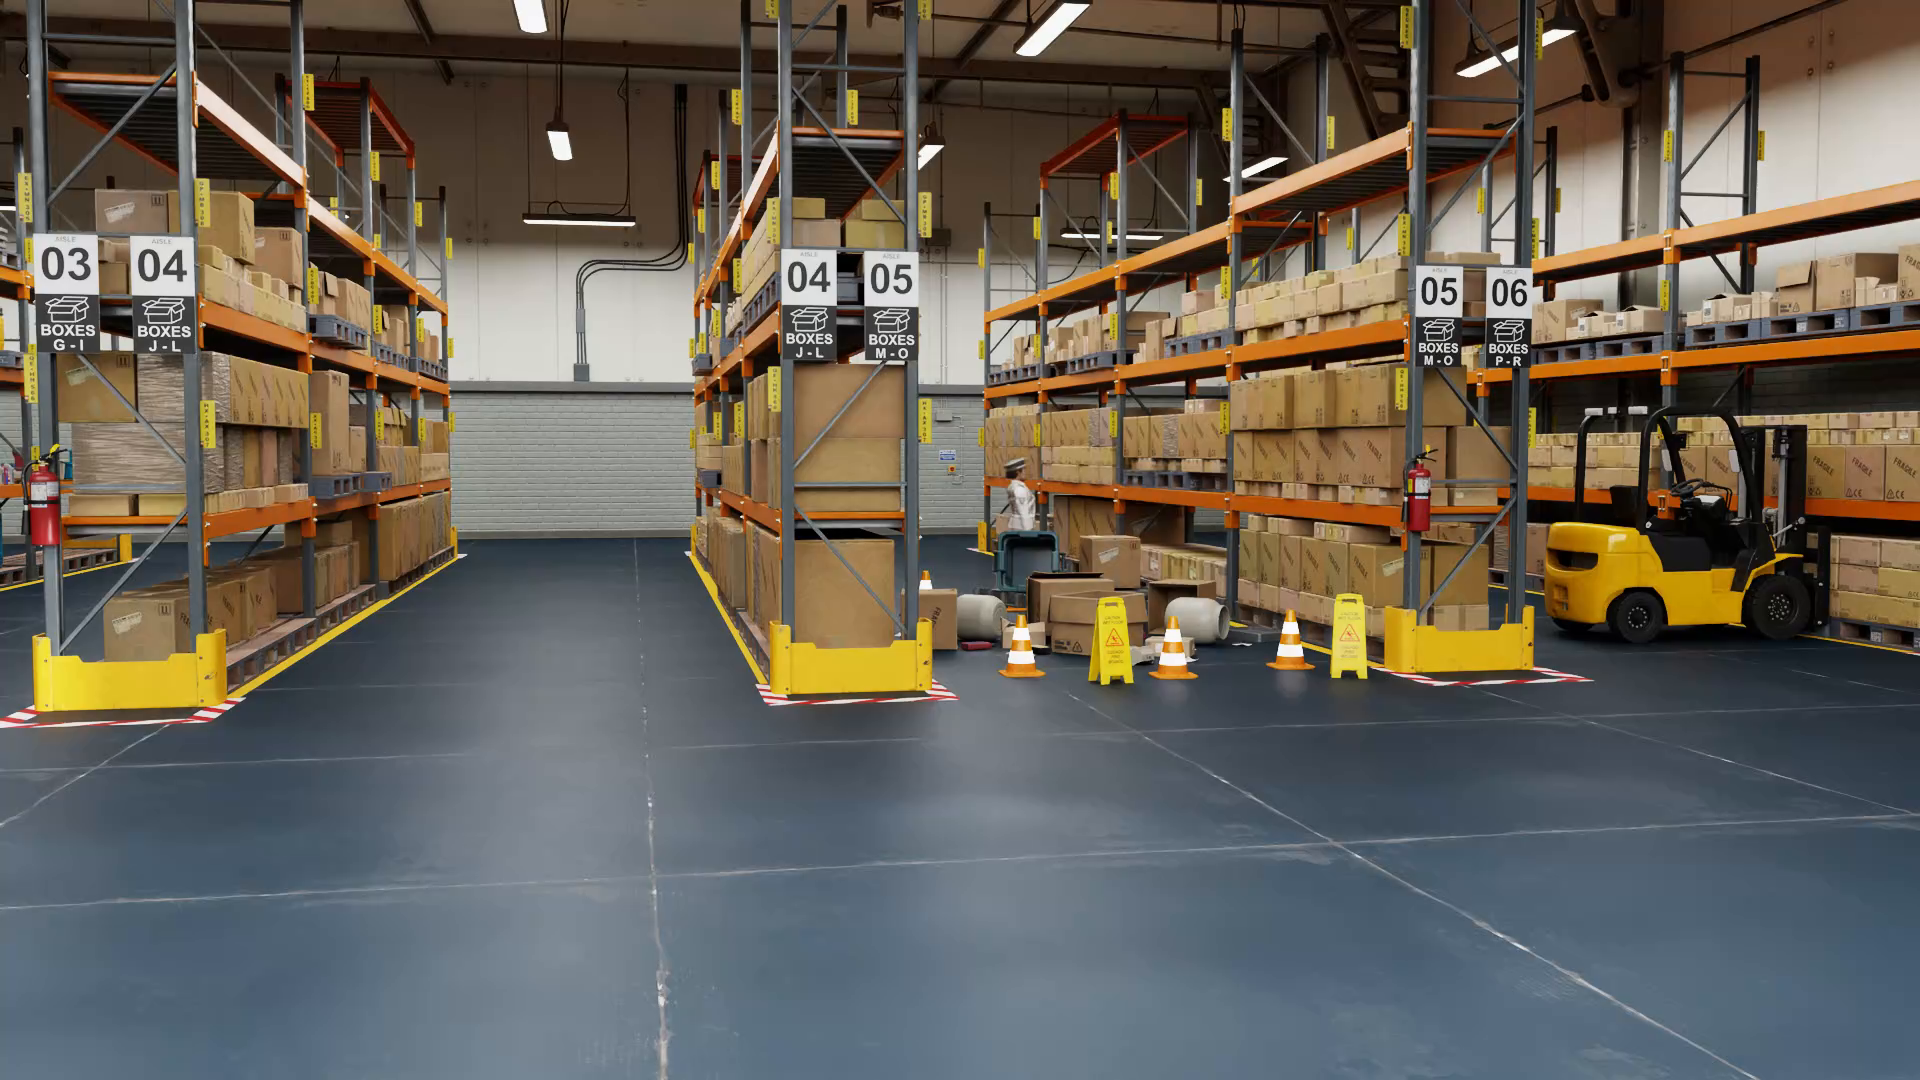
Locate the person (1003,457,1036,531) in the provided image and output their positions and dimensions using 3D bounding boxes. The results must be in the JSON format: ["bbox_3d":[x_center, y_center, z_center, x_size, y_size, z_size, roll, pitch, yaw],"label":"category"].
[{"bbox_3d":[0.742,-0.076,18.429,0.536,1.681,0.465,-1,3,-10],"label":"person"}]
